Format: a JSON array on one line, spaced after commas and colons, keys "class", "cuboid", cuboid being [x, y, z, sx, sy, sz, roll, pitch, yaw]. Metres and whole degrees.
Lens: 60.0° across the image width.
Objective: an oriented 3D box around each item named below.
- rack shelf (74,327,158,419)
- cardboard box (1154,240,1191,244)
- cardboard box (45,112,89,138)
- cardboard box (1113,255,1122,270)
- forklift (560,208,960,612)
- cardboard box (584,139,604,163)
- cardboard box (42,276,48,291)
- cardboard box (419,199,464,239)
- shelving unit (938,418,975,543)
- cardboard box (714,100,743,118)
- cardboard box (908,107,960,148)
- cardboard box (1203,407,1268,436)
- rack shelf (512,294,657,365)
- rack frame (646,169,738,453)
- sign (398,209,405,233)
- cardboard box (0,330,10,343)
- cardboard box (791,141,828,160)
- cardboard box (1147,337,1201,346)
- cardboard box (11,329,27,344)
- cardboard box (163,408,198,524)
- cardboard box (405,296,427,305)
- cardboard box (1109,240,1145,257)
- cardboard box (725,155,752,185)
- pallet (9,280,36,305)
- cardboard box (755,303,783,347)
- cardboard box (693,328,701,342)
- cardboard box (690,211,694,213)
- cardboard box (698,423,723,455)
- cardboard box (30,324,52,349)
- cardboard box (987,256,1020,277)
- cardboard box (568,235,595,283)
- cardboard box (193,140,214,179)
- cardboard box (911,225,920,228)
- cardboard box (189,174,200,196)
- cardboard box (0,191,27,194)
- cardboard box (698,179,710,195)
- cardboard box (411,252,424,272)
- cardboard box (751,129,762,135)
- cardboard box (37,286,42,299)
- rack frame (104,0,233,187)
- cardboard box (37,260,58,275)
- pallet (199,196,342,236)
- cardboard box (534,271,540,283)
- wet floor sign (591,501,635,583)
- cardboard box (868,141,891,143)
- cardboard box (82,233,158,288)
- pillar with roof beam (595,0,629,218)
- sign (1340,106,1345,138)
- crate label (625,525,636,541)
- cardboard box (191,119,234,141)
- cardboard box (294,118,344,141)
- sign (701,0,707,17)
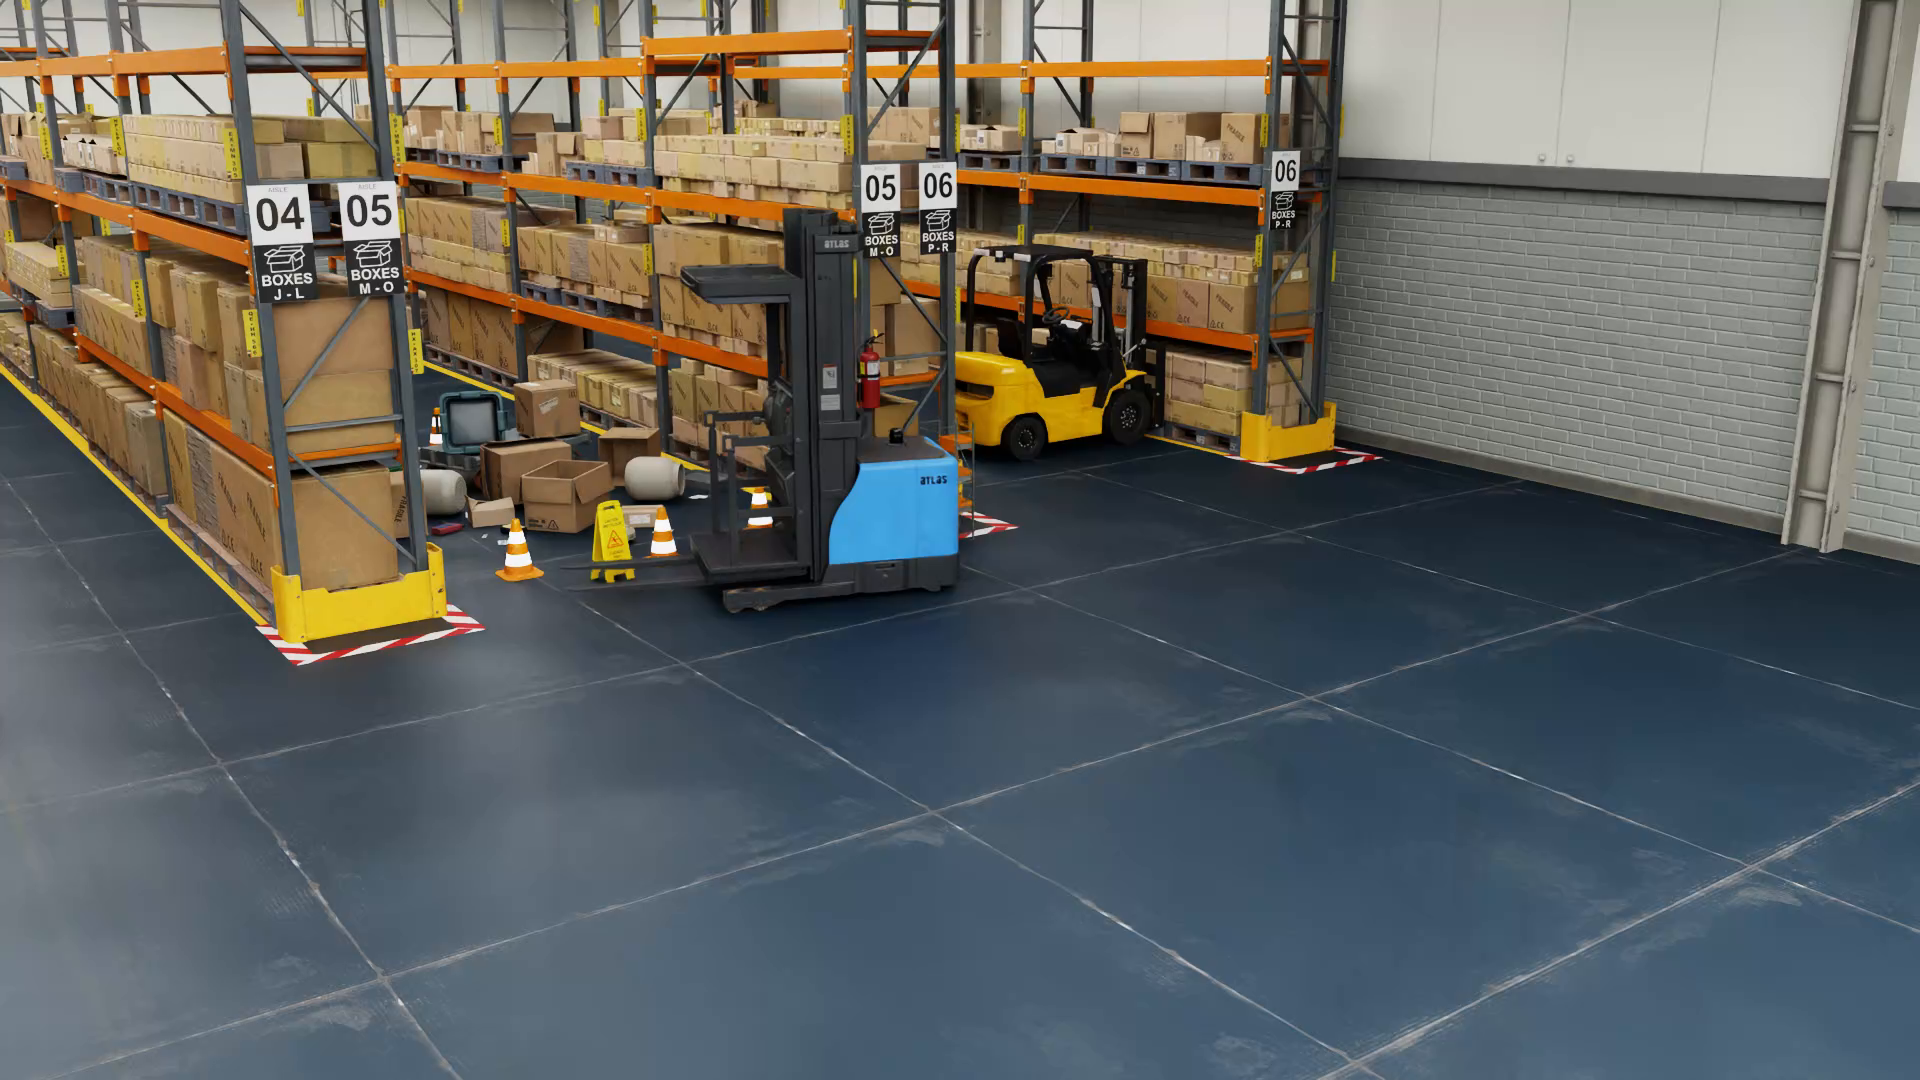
[{"class": "rack shelf", "cuboid": [-7.952, -1.767, 16.712, 1.077, 0.370, 4.000, -11, 19, -35]}, {"class": "cardboard box", "cuboid": [2.464, -3.394, 19.312, 0.380, 0.149, 0.250, -10, 18, -33]}, {"class": "cardboard box", "cuboid": [-9.576, -4.451, 17.835, 0.396, 0.266, 0.258, -11, 19, -35]}, {"class": "cardboard box", "cuboid": [1.885, -3.222, 19.249, 0.380, 0.149, 0.250, -12, 19, -36]}, {"class": "forklift", "cuboid": [-1.576, -1.021, 12.756, 3.031, 2.935, 1.130, -4, 16, -16]}, {"class": "cardboard box", "cuboid": [-3.884, -4.374, 18.680, 0.500, 0.250, 0.500, -11, 19, -34]}, {"class": "cardboard box", "cuboid": [-9.945, -2.857, 18.450, 0.380, 0.149, 0.250, -10, 18, -32]}, {"class": "cardboard box", "cuboid": [-7.187, -4.472, 23.151, 0.500, 0.500, 0.500, -11, 19, -35]}, {"class": "shelving unit", "cuboid": [-0.031, -0.518, 14.479, 0.215, 1.050, 0.252, -11, 19, -35]}, {"class": "cardboard box", "cuboid": [-3.628, -6.757, 26.043, 0.396, 0.266, 0.258, -11, 19, -35]}, {"class": "cardboard box", "cuboid": [-0.343, -5.438, 21.906, 0.500, 0.500, 0.500, -10, 18, -33]}, {"class": "cardboard box", "cuboid": [3.001, -1.321, 18.135, 0.500, 0.250, 0.500, -11, 19, -34]}, {"class": "rack shelf", "cuboid": [-4.007, -2.557, 19.598, 1.077, 0.370, 4.000, -11, 19, -35]}, {"class": "rack frame", "cuboid": [-2.831, -2.477, 17.942, 1.000, 3.000, 0.127, -11, 19, -35]}, {"class": "sign", "cuboid": [-7.983, -4.554, 23.743, 0.100, 0.325, 0.005, -11, 19, -35]}, {"class": "cardboard box", "cuboid": [-13.337, -2.891, 23.498, 0.380, 0.149, 0.250, -10, 18, -33]}, {"class": "cardboard box", "cuboid": [-1.310, -3.534, 15.089, 0.380, 0.149, 0.250, -11, 19, -34]}, {"class": "cardboard box", "cuboid": [2.526, -2.209, 19.485, 0.500, 0.250, 0.500, -11, 19, -36]}, {"class": "cardboard box", "cuboid": [-12.557, -2.756, 22.443, 0.380, 0.149, 0.250, -12, 19, -37]}, {"class": "cardboard box", "cuboid": [-6.463, -0.719, 14.751, 0.875, 0.875, 0.875, -11, 19, -34]}, {"class": "cardboard box", "cuboid": [-8.344, -3.493, 25.716, 0.875, 0.438, 0.875, -12, 19, -36]}, {"class": "cardboard box", "cuboid": [1.950, -3.375, 19.245, 0.380, 0.149, 0.250, -11, 19, -35]}, {"class": "cardboard box", "cuboid": [-1.901, -3.533, 15.841, 0.500, 0.250, 0.500, -11, 19, -34]}, {"class": "pallet", "cuboid": [-11.148, -3.117, 20.644, 1.003, 0.211, 1.213, -11, 19, -35]}, {"class": "cardboard box", "cuboid": [-1.604, -2.102, 15.822, 0.500, 0.500, 0.500, -11, 19, -35]}, {"class": "cardboard box", "cuboid": [-2.534, -2.140, 17.190, 0.380, 0.149, 0.250, -11, 19, -35]}, {"class": "cardboard box", "cuboid": [-4.800, -5.608, 29.103, 0.500, 0.250, 0.500, -10, 18, -33]}, {"class": "cardboard box", "cuboid": [-2.380, -1.073, 17.226, 0.500, 0.250, 0.500, -10, 18, -31]}, {"class": "cardboard box", "cuboid": [-11.259, -2.555, 20.747, 0.500, 0.250, 0.500, -12, 19, -37]}, {"class": "cardboard box", "cuboid": [0.686, -3.482, 20.952, 0.500, 0.250, 0.500, -11, 19, -36]}, {"class": "cardboard box", "cuboid": [-4.188, -3.262, 19.265, 0.500, 0.500, 0.500, -12, 19, -37]}, {"class": "cardboard box", "cuboid": [-5.231, -2.769, 12.066, 0.500, 0.250, 0.500, -11, 19, -34]}, {"class": "cardboard box", "cuboid": [-0.468, -4.322, 23.266, 0.380, 0.149, 0.250, -11, 19, -35]}, {"class": "cardboard box", "cuboid": [-5.492, -2.645, 12.366, 0.380, 0.149, 0.250, -11, 19, -35]}, {"class": "cardboard box", "cuboid": [-12.890, -4.456, 22.529, 0.500, 0.500, 0.500, -12, 19, -36]}, {"class": "cardboard box", "cuboid": [-2.388, -3.538, 16.613, 0.380, 0.149, 0.250, -10, 18, -33]}, {"class": "cardboard box", "cuboid": [-7.490, -3.978, 23.711, 0.500, 0.250, 0.500, -11, 19, -36]}, {"class": "cardboard box", "cuboid": [-2.924, -6.134, 25.113, 0.380, 0.149, 0.250, -10, 18, -33]}, {"class": "cardboard box", "cuboid": [-10.229, -2.818, 18.871, 0.380, 0.149, 0.250, -11, 19, -35]}, {"class": "rack frame", "cuboid": [-6.776, -4.580, 14.264, 1.000, 3.000, 0.127, -11, 19, -35]}, {"class": "cardboard box", "cuboid": [-10.087, -3.052, 18.600, 0.380, 0.149, 0.250, -10, 18, -33]}, {"class": "pallet", "cuboid": [-4.869, -2.393, 12.124, 1.003, 0.211, 1.213, -11, 19, -35]}, {"class": "cardboard box", "cuboid": [-5.004, -3.248, 20.442, 0.380, 0.149, 0.250, -12, 20, -38]}, {"class": "wet floor sign", "cuboid": [-2.805, 0.002, 13.347, 0.232, 0.644, 0.267, 14, 21, 42]}, {"class": "cardboard box", "cuboid": [-0.782, -3.554, 15.164, 0.380, 0.149, 0.250, -11, 19, -35]}, {"class": "cardboard box", "cuboid": [-8.872, -2.974, 17.676, 0.700, 0.500, 0.500, -11, 19, -35]}, {"class": "pillar with roof beam", "cuboid": [-10.213, -8.751, 29.504, 9.100, 9.000, 0.400, -11, 19, -35]}, {"class": "sign", "cuboid": [3.986, -4.385, 17.428, 0.100, 0.325, 0.005, -11, 19, -35]}, {"class": "crate label", "cuboid": [-2.986, -0.047, 14.487, 0.298, 0.136, 0.250, 7, 17, 23]}, {"class": "cardboard box", "cuboid": [-5.346, -2.976, 12.066, 0.380, 0.149, 0.250, -10, 18, -34]}, {"class": "cardboard box", "cuboid": [-4.660, -3.022, 12.235, 0.380, 0.149, 0.250, -11, 19, -35]}, {"class": "sign", "cuboid": [-3.972, -8.258, 25.783, 0.100, 0.325, 0.005, -11, 19, -35]}]
